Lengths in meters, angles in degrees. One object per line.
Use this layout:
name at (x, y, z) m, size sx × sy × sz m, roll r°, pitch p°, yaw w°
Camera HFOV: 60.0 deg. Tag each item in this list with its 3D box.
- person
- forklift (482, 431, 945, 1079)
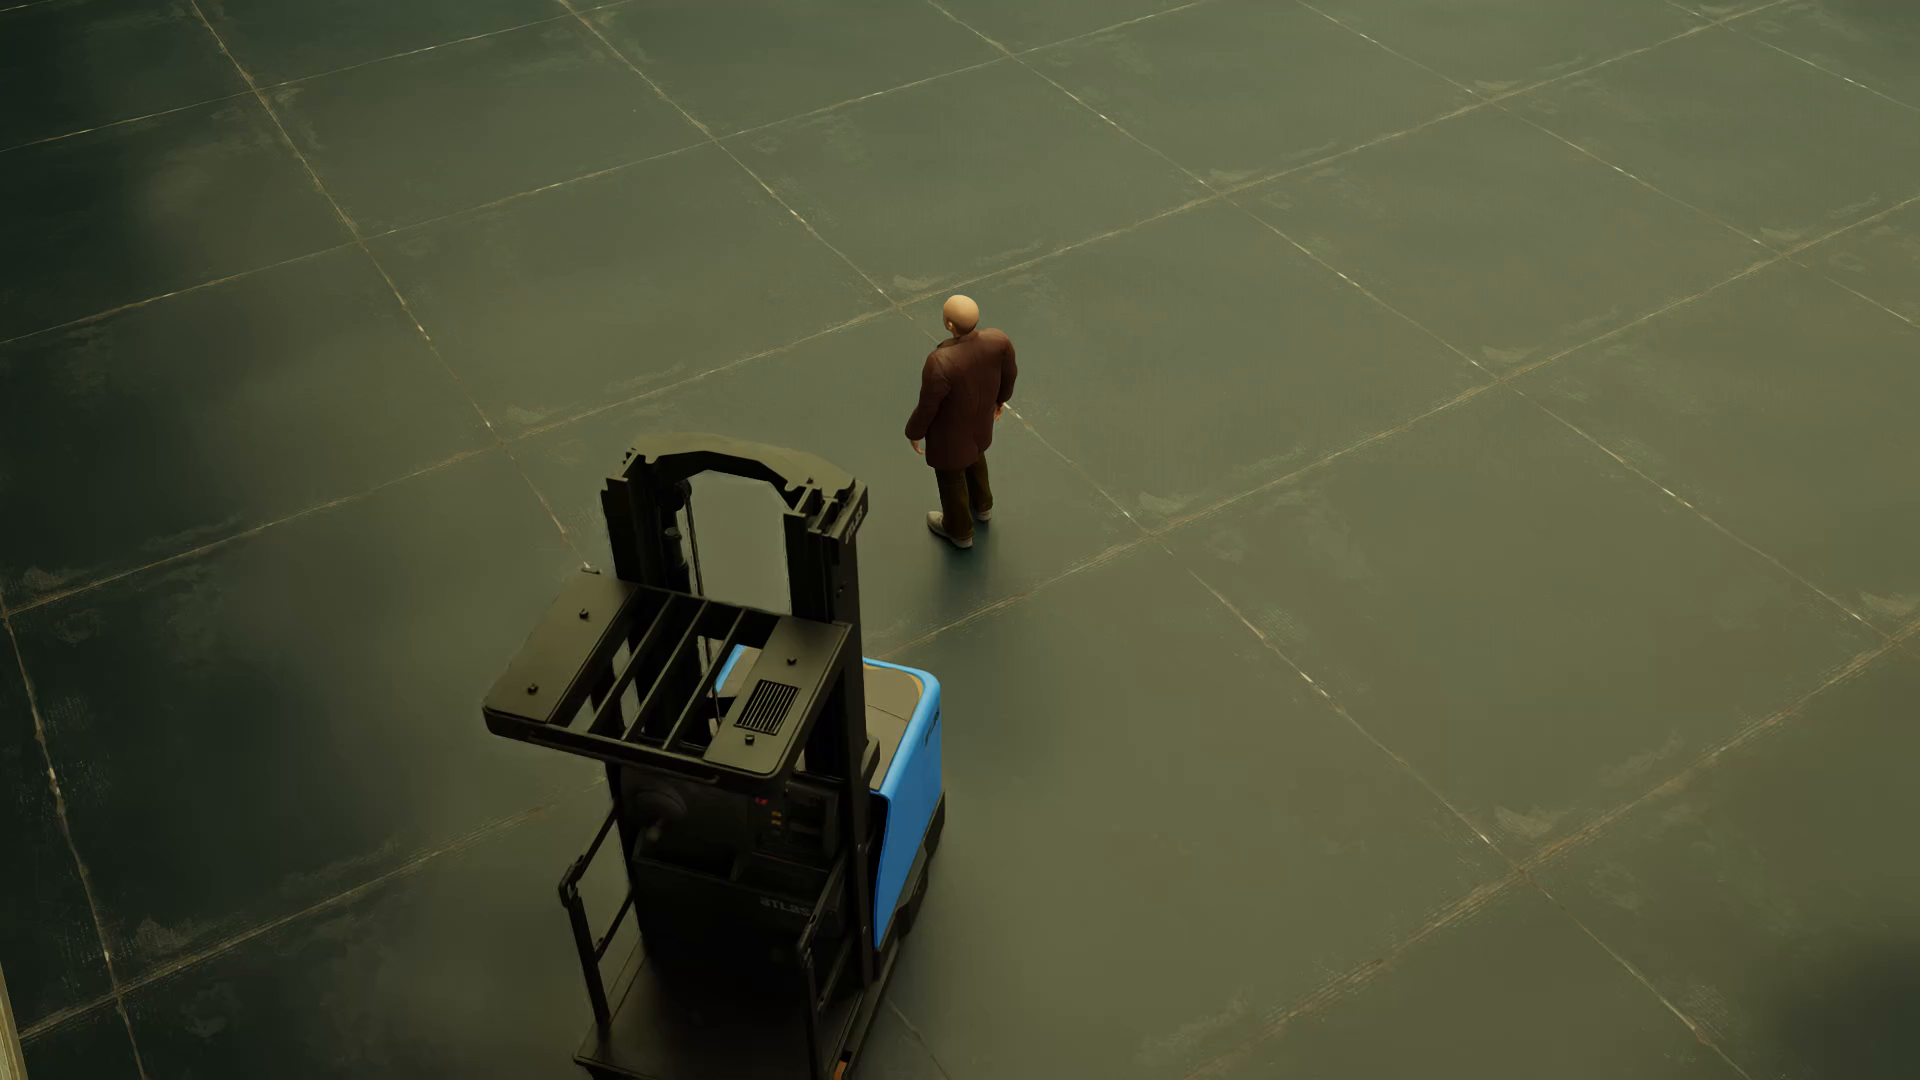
person at (-0.047, -0.728, 9.569) m, size 0.696 × 1.778 × 0.580 m, roll -23°, pitch 46°, yaw -24°
forklift at (-0.992, 1.165, 6.538) m, size 1.130 × 2.935 × 3.031 m, roll 11°, pitch 42°, yaw 13°
